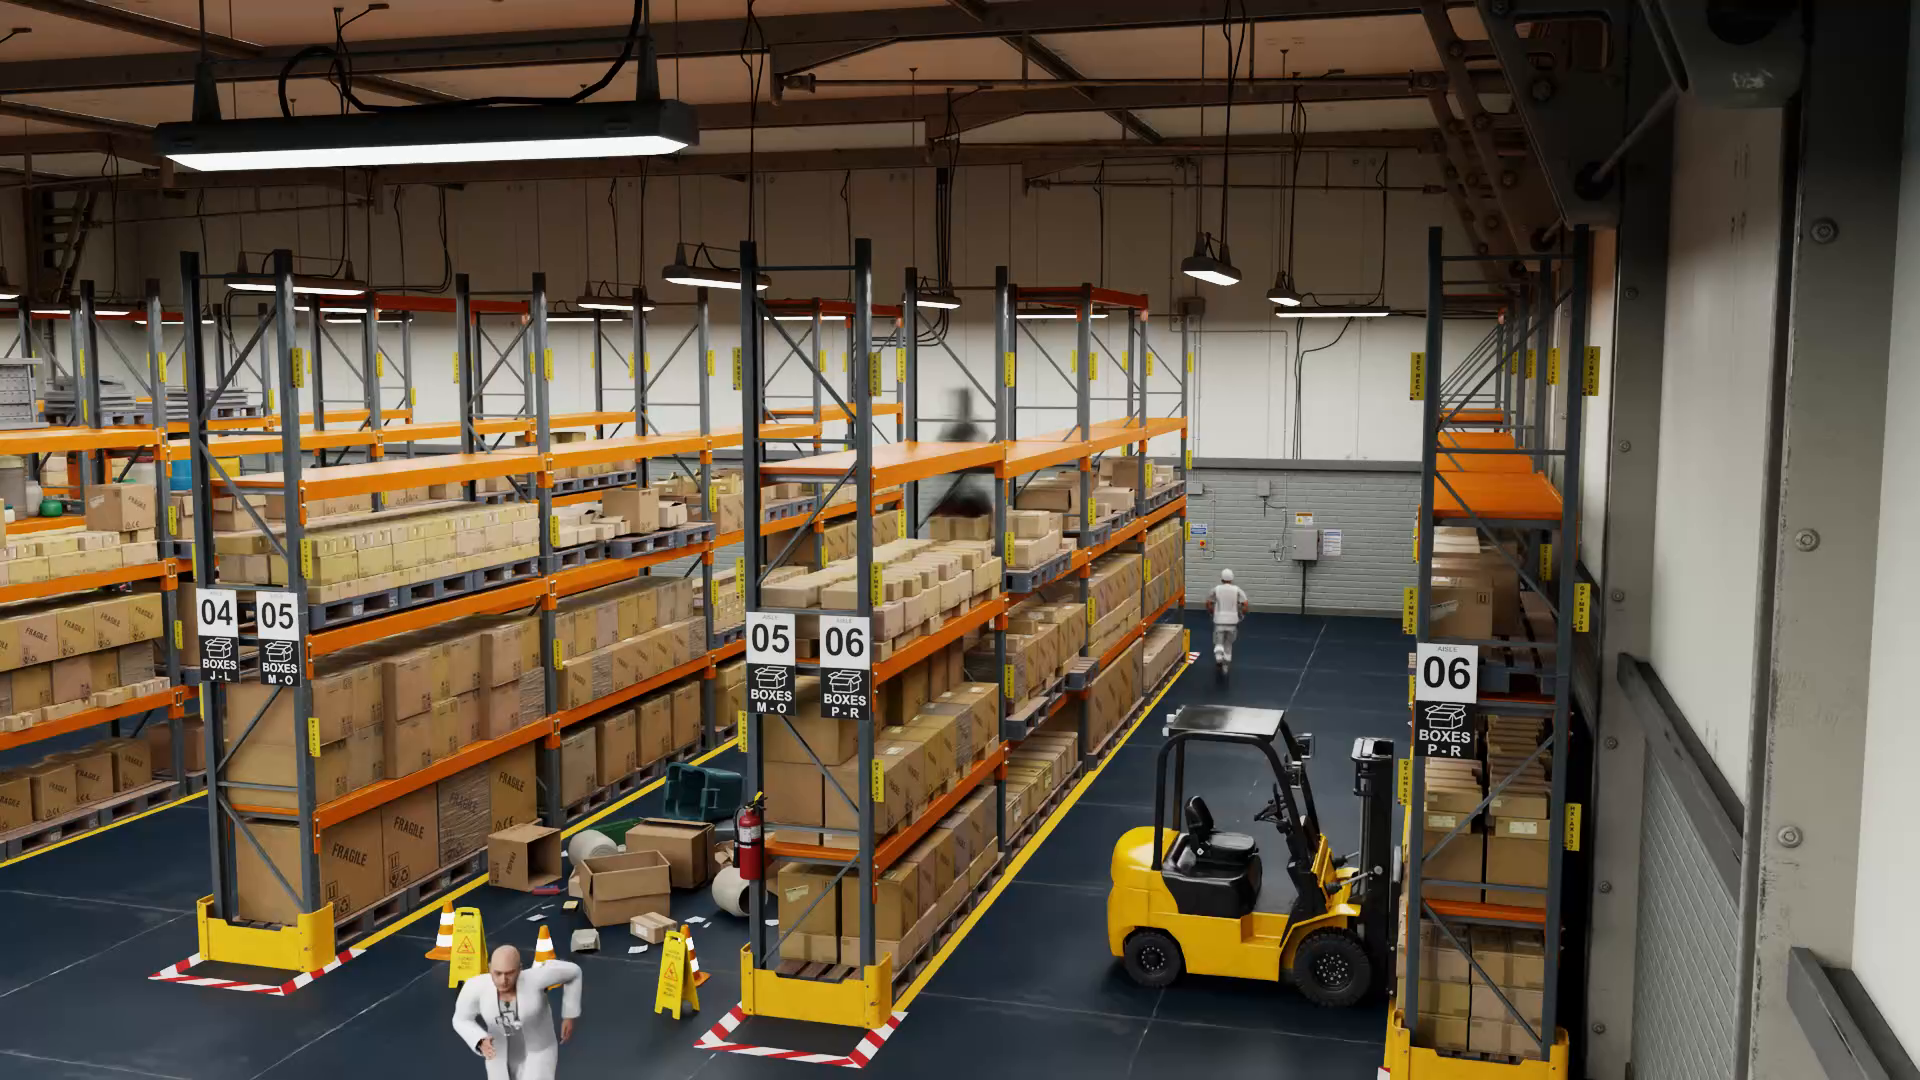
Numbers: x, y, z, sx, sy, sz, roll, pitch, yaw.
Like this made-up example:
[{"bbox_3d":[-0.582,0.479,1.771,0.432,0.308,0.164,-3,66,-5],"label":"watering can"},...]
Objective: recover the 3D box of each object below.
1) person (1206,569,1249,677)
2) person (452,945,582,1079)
[{"bbox_3d":[4.253,1.332,26.504,0.674,1.752,0.674,1,6,8],"label":"person"},{"bbox_3d":[-2.692,3.217,10.248,0.752,1.744,1.069,-1,6,-5],"label":"person"}]
